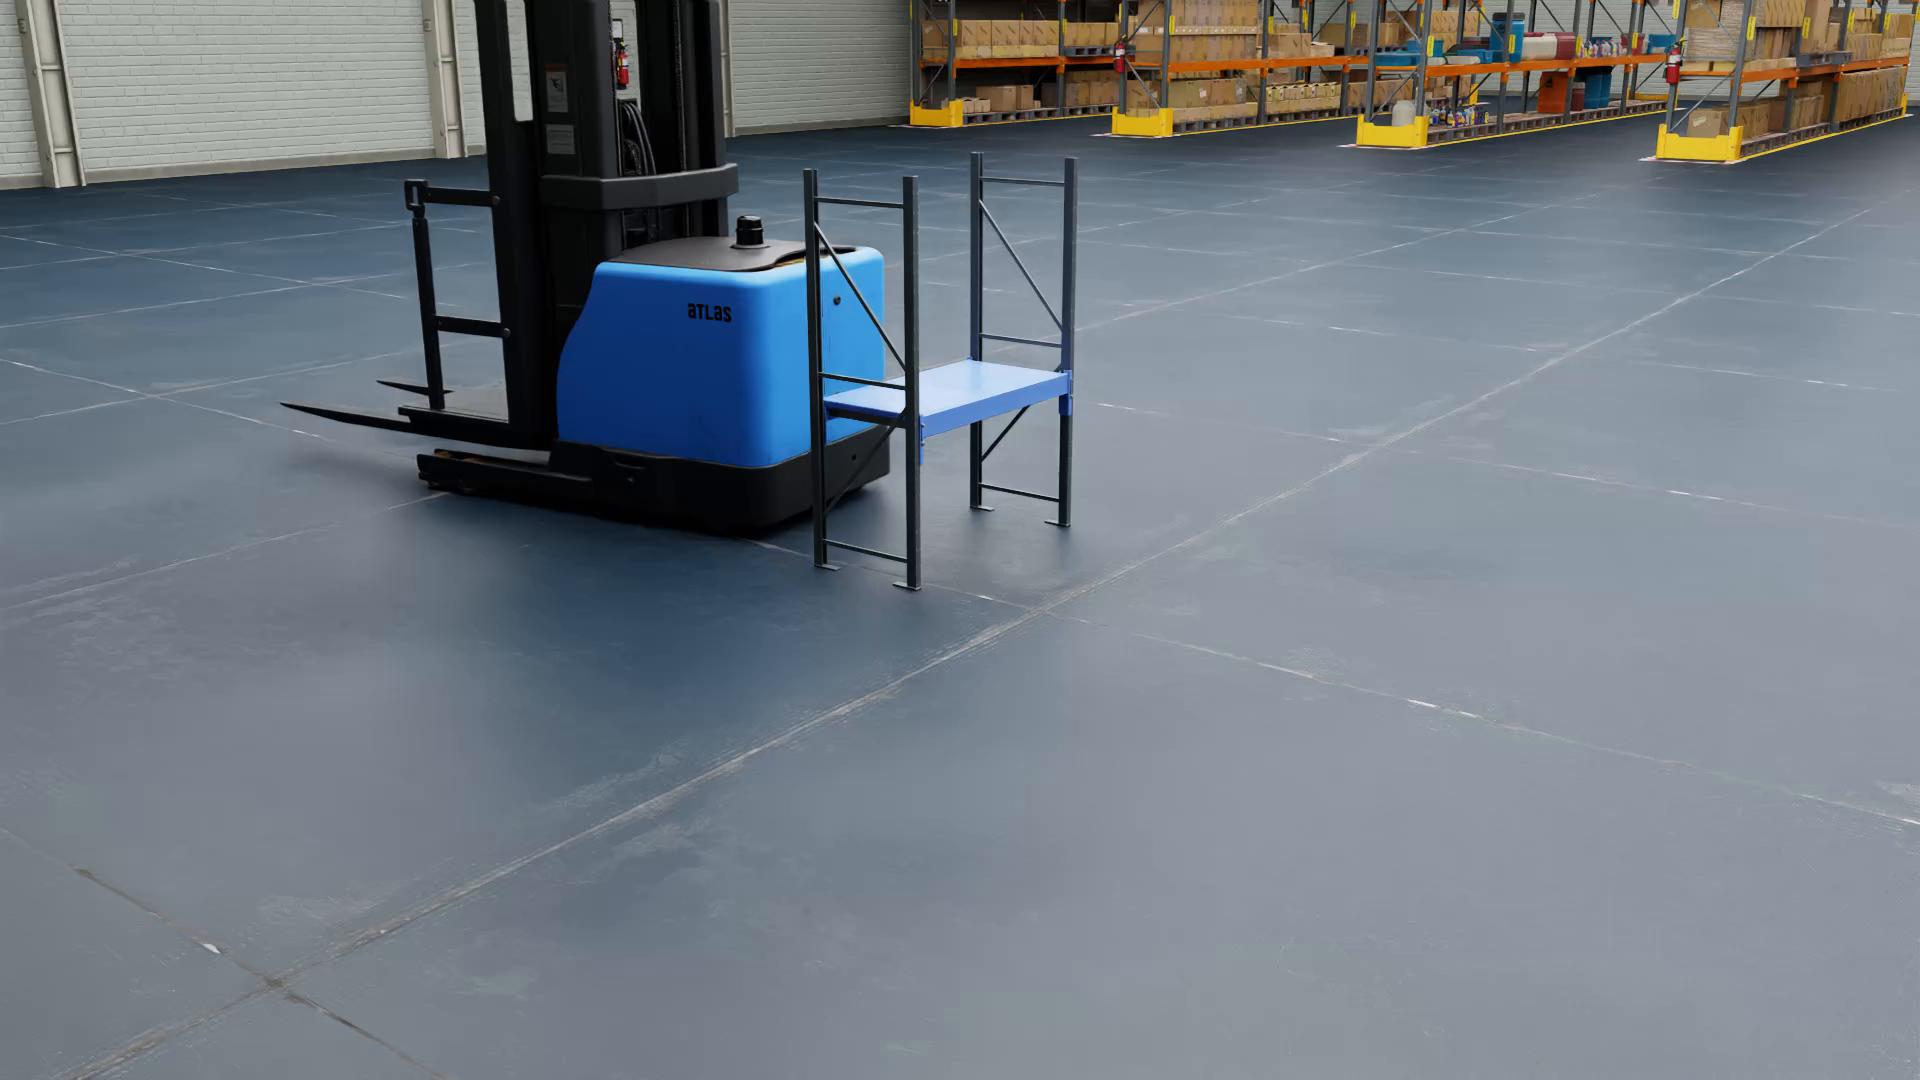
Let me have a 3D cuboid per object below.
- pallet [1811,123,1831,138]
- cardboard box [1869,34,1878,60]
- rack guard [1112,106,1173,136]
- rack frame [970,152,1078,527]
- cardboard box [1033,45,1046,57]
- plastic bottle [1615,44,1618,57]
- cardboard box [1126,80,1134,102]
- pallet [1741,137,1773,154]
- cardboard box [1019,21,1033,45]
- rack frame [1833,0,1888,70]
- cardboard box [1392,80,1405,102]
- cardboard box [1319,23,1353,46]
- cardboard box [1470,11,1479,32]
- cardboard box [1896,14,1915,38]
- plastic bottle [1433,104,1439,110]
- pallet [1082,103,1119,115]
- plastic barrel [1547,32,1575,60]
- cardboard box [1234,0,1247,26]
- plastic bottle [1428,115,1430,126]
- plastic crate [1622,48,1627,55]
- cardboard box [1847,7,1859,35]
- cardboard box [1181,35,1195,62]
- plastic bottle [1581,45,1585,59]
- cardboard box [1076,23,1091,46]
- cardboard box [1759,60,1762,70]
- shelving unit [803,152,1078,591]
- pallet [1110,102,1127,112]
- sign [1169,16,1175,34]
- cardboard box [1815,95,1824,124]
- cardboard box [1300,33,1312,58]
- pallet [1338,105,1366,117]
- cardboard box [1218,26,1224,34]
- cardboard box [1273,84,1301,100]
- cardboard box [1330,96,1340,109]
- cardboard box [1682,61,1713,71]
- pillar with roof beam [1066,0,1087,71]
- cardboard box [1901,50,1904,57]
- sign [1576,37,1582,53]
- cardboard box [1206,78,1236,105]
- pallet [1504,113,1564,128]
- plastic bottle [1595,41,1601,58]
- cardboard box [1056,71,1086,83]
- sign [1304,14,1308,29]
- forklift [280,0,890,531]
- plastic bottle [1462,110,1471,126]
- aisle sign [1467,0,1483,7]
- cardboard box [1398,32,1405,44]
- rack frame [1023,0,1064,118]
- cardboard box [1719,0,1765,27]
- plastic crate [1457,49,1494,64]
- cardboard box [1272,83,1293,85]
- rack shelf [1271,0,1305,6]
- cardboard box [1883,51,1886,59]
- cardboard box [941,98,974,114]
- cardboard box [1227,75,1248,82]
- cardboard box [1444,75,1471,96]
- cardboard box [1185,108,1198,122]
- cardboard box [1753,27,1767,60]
[{"bbox_3d":[15.698,-7.728,31.272,1.003,0.211,1.213,12,21,35],"label":"pallet"},{"bbox_3d":[18.188,-9.969,33.621,0.500,0.500,0.500,13,22,36],"label":"cardboard box"},{"bbox_3d":[3.430,-7.892,31.313,1.175,0.500,0.348,12,21,35],"label":"rack guard"},{"bbox_3d":[0.252,-0.817,6.846,0.500,1.500,0.032,12,21,35],"label":"rack frame"},{"bbox_3d":[1.505,-10.573,35.951,0.500,0.250,0.500,13,21,35],"label":"cardboard box"},{"bbox_3d":[14.377,-10.776,36.595,0.152,0.276,0.135,12,21,35],"label":"plastic bottle"},{"bbox_3d":[3.843,-10.707,39.636,0.700,0.500,0.500,13,21,35],"label":"cardboard box"},{"bbox_3d":[12.683,-6.503,27.328,1.003,0.211,1.213,12,21,35],"label":"pallet"},{"bbox_3d":[1.212,-10.809,35.448,0.500,0.500,0.500,12,21,33],"label":"cardboard box"},{"bbox_3d":[18.548,-10.198,34.525,1.000,3.000,0.127,12,21,35],"label":"rack frame"},{"bbox_3d":[10.229,-10.681,39.554,0.500,0.500,0.500,13,21,35],"label":"cardboard box"},{"bbox_3d":[8.496,-11.415,37.567,0.700,0.500,0.500,5,18,16],"label":"cardboard box"},{"bbox_3d":[12.933,-13.273,42.572,0.500,0.500,0.500,12,21,34],"label":"cardboard box"},{"bbox_3d":[20.852,-11.417,36.937,0.500,0.500,0.500,13,21,35],"label":"cardboard box"},{"bbox_3d":[8.877,-7.949,31.007,0.144,0.351,0.185,11,21,32],"label":"plastic bottle"},{"bbox_3d":[3.036,-10.064,38.796,1.003,0.211,1.213,12,21,35],"label":"pallet"},{"bbox_3d":[12.154,-10.021,33.727,0.600,0.536,0.708,12,21,35],"label":"plastic barrel"},{"bbox_3d":[5.268,-10.484,33.090,0.700,0.500,0.500,12,21,35],"label":"cardboard box"},{"bbox_3d":[8.529,-7.674,30.375,0.097,0.201,0.097,0,17,0],"label":"plastic bottle"},{"bbox_3d":[14.962,-11.061,37.649,0.396,0.136,0.243,12,21,35],"label":"plastic crate"},{"bbox_3d":[17.004,-10.098,32.343,0.797,0.503,0.637,13,21,36],"label":"cardboard box"},{"bbox_3d":[4.042,-9.374,31.703,0.700,0.500,0.500,13,22,36],"label":"cardboard box"},{"bbox_3d":[12.980,-10.217,34.797,0.152,0.276,0.135,12,21,35],"label":"plastic bottle"},{"bbox_3d":[2.517,-11.423,37.560,0.700,0.500,0.500,15,23,40],"label":"cardboard box"},{"bbox_3d":[12.499,-7.544,26.404,0.380,0.149,0.250,12,21,35],"label":"cardboard box"},{"bbox_3d":[-0.051,-0.696,6.456,0.538,1.500,1.048,12,21,35],"label":"shelving unit"},{"bbox_3d":[3.764,-10.353,39.728,1.003,0.211,1.213,12,21,35],"label":"pallet"},{"bbox_3d":[3.887,-9.443,30.501,0.100,0.325,0.005,12,21,35],"label":"sign"},{"bbox_3d":[15.782,-8.098,31.237,0.700,0.500,0.500,11,20,32],"label":"cardboard box"},{"bbox_3d":[7.224,-10.642,35.786,0.500,0.500,0.500,11,20,32],"label":"cardboard box"},{"bbox_3d":[8.686,-9.836,38.062,1.003,0.211,1.213,12,21,35],"label":"pallet"},{"bbox_3d":[4.924,-9.933,32.409,0.380,0.149,0.250,13,22,36],"label":"cardboard box"},{"bbox_3d":[6.884,-9.495,35.245,0.500,0.311,0.500,12,21,33],"label":"cardboard box"},{"bbox_3d":[8.094,-9.716,36.900,0.500,0.250,0.500,13,21,36],"label":"cardboard box"},{"bbox_3d":[11.402,-7.324,25.695,0.380,0.149,0.250,12,21,35],"label":"cardboard box"},{"bbox_3d":[6.219,-13.819,36.069,9.100,9.000,0.400,12,21,35],"label":"pillar with roof beam"},{"bbox_3d":[20.530,-10.706,36.586,0.380,0.149,0.250,13,21,36],"label":"cardboard box"},{"bbox_3d":[12.633,-10.103,33.944,0.100,0.325,0.005,12,21,35],"label":"sign"},{"bbox_3d":[5.125,-8.904,33.021,0.500,0.500,0.500,12,21,35],"label":"cardboard box"},{"bbox_3d":[11.694,-8.611,34.117,1.003,0.211,1.213,12,21,35],"label":"pallet"},{"bbox_3d":[13.629,-10.510,35.615,0.144,0.351,0.185,12,21,35],"label":"plastic bottle"},{"bbox_3d":[2.532,-10.577,37.953,0.500,0.250,0.500,12,21,34],"label":"cardboard box"},{"bbox_3d":[7.770,-11.605,37.239,0.100,0.325,0.005,12,21,35],"label":"sign"},{"bbox_3d":[-1.856,-1.730,7.372,3.031,2.935,1.130,9,20,28],"label":"forklift"},{"bbox_3d":[9.245,-7.712,30.371,0.152,0.276,0.135,13,21,36],"label":"plastic bottle"},{"bbox_3d":[13.265,-14.106,42.725,0.394,0.787,0.004,12,21,35],"label":"aisle sign"},{"bbox_3d":[10.686,-12.161,40.679,0.500,0.500,0.500,13,21,36],"label":"cardboard box"},{"bbox_3d":[1.847,-10.918,36.845,1.000,3.000,0.127,12,21,35],"label":"rack frame"},{"bbox_3d":[11.945,-8.090,25.381,0.500,0.500,0.500,12,21,35],"label":"cardboard box"},{"bbox_3d":[9.362,-8.785,30.226,0.499,0.251,0.616,12,21,35],"label":"plastic crate"},{"bbox_3d":[7.051,-9.831,36.327,0.500,0.311,0.500,12,21,33],"label":"cardboard box"},{"bbox_3d":[7.806,-14.389,44.177,1.077,0.370,4.000,12,21,35],"label":"rack shelf"},{"bbox_3d":[19.148,-10.152,34.801,0.380,0.149,0.250,12,21,33],"label":"cardboard box"},{"bbox_3d":[-0.052,-9.041,34.590,0.500,0.311,0.500,10,20,29],"label":"cardboard box"},{"bbox_3d":[7.142,-11.991,43.804,0.700,0.500,0.500,13,21,35],"label":"cardboard box"},{"bbox_3d":[12.852,-11.745,42.981,0.500,0.500,0.500,12,21,35],"label":"cardboard box"},{"bbox_3d":[4.238,-8.187,31.977,0.500,0.250,0.500,12,21,35],"label":"cardboard box"},{"bbox_3d":[12.282,-7.907,26.479,0.875,0.500,0.500,12,21,35],"label":"cardboard box"}]
